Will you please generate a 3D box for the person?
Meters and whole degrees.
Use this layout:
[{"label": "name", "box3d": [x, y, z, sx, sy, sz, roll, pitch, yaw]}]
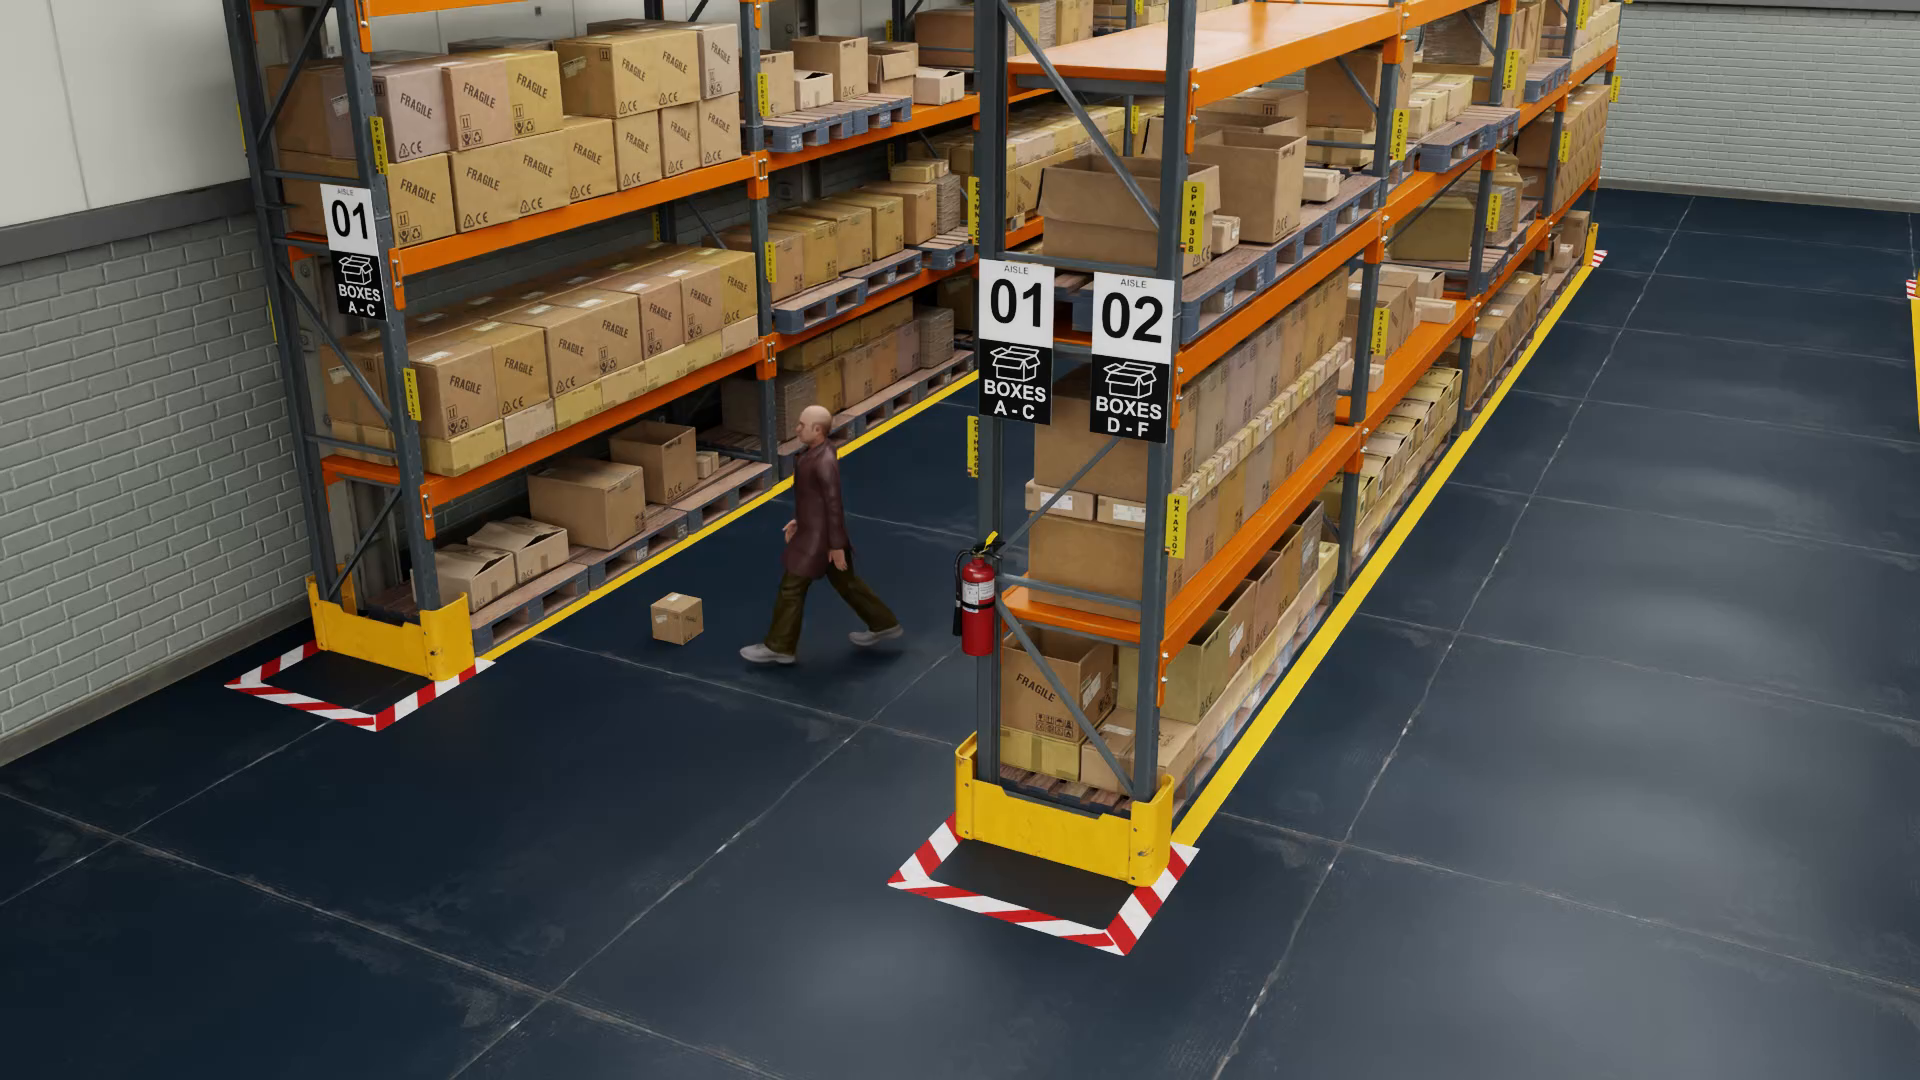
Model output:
[{"label": "person", "box3d": [-0.921, -0.048, 10.896, 1.093, 1.737, 0.581, -1, 22, -2]}]
